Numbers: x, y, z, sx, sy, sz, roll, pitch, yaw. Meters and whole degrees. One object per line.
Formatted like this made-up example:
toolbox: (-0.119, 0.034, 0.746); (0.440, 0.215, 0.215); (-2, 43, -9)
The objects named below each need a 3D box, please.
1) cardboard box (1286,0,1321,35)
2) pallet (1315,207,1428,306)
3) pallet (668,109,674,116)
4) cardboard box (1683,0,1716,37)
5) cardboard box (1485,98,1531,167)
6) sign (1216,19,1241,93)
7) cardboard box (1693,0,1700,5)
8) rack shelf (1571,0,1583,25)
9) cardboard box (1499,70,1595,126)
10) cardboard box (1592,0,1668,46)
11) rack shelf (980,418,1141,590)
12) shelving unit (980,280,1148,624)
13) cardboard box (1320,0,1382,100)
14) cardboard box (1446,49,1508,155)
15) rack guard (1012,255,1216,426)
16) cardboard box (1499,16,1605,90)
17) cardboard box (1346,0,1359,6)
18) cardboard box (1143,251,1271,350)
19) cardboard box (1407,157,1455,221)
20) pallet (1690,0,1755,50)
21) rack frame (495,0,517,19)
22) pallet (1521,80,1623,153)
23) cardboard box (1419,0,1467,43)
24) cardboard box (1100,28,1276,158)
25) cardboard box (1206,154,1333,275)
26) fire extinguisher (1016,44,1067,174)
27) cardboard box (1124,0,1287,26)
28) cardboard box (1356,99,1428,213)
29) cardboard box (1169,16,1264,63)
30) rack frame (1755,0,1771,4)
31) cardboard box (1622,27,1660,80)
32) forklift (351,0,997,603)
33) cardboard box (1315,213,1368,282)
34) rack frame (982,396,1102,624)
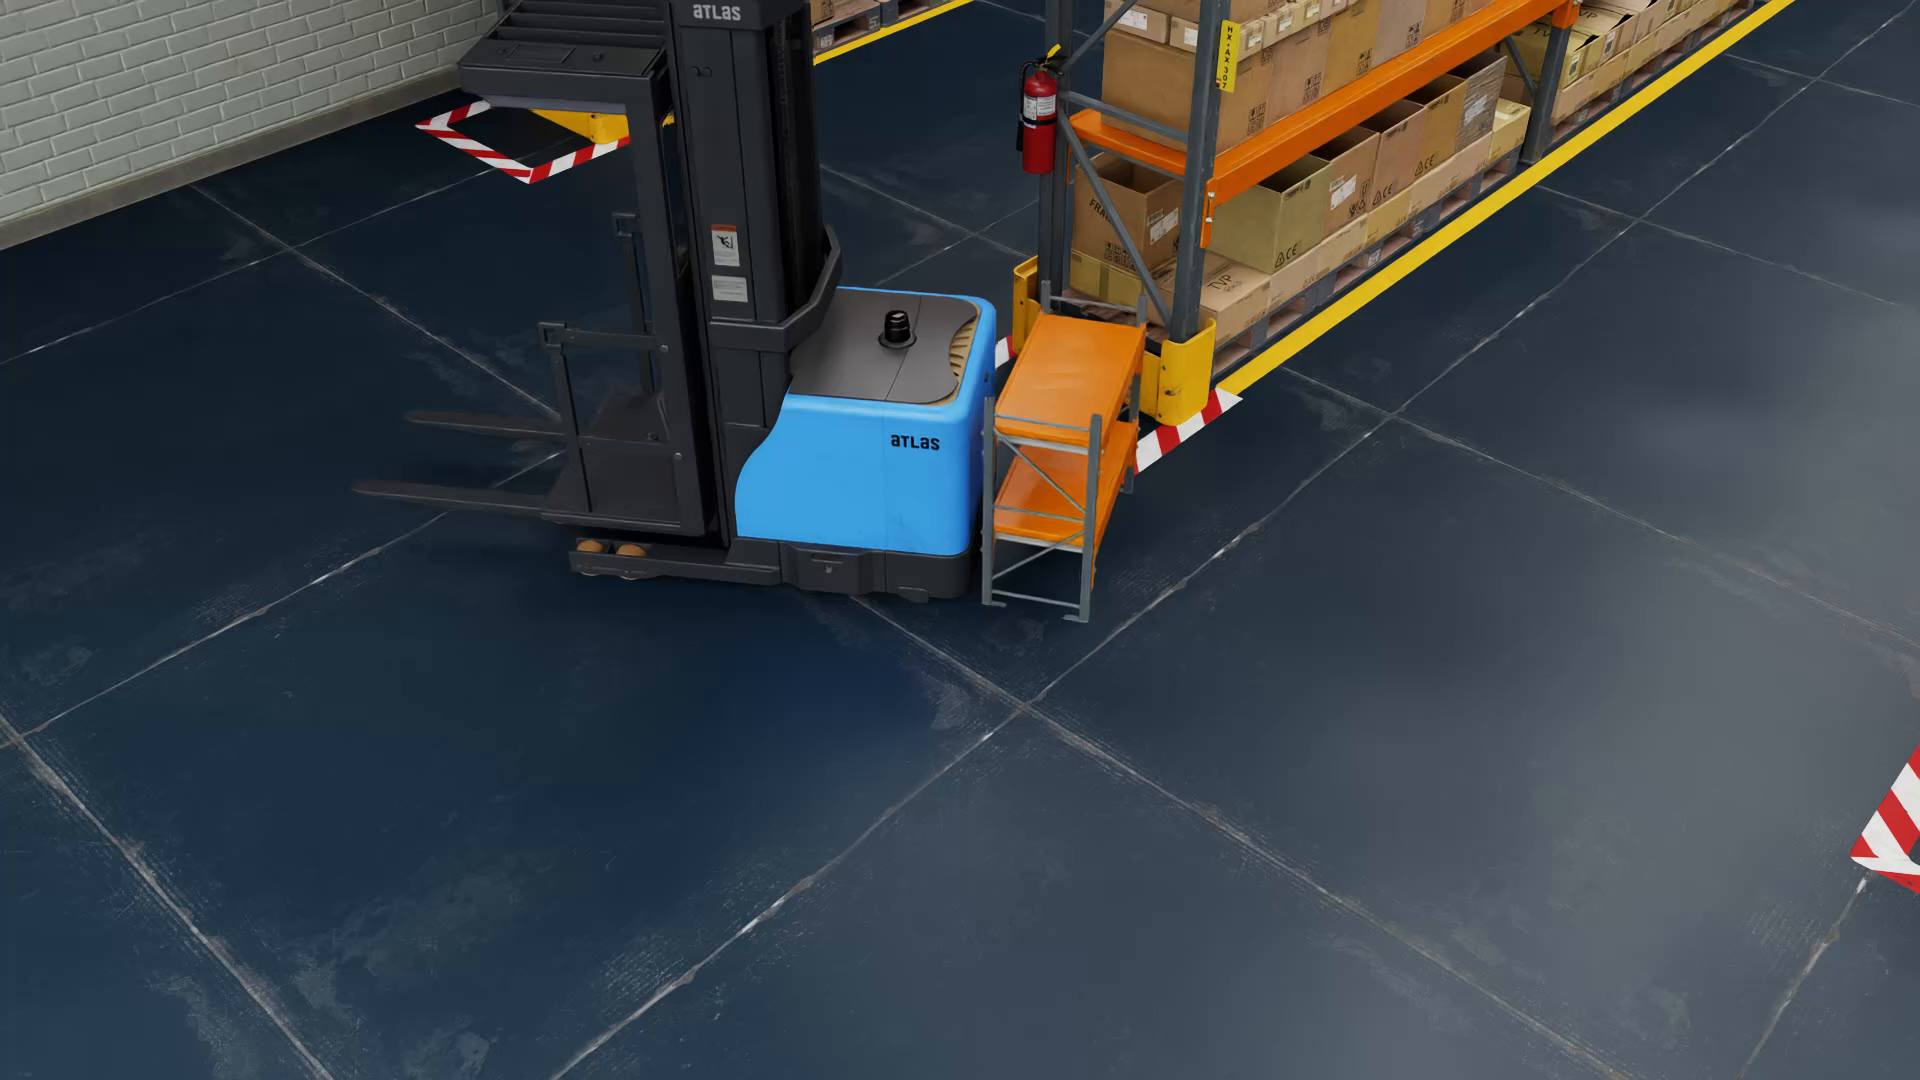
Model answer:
cardboard box: (1.599, -2.714, 8.435); (0.380, 0.149, 0.250); (30, 47, 32)
pallet: (2.138, -1.930, 10.291); (1.003, 0.211, 1.213); (30, 47, 32)
pallet: (-2.203, -3.475, 12.234); (1.003, 0.211, 1.213); (30, 47, 32)
cardboard box: (5.366, -4.046, 12.584); (0.500, 0.250, 0.500); (31, 48, 33)
cardboard box: (3.377, -2.716, 10.911); (0.500, 0.250, 0.500); (30, 47, 32)
sign: (1.236, -2.229, 7.667); (0.100, 0.325, 0.005); (30, 47, 32)
cardboard box: (5.367, -4.262, 12.404); (0.500, 0.311, 0.500); (29, 47, 32)
rack shelf: (4.878, -4.570, 11.948); (1.077, 0.370, 4.000); (30, 47, 32)
cardboard box: (3.984, -3.102, 11.396); (0.500, 0.250, 0.500); (28, 47, 31)
cardboard box: (4.681, -3.792, 11.813); (0.500, 0.311, 0.500); (28, 46, 31)
rack shelf: (0.483, -0.225, 7.806); (0.538, 0.278, 1.000); (10, 40, 12)
shelving unit: (0.483, -0.416, 7.653); (0.538, 1.125, 1.048); (10, 40, 12)
cardboard box: (1.845, -2.812, 9.080); (0.700, 0.500, 0.500); (30, 47, 32)
cardboard box: (3.031, -2.785, 10.395); (0.500, 0.500, 0.500); (30, 47, 32)
rack guard: (0.814, -1.105, 9.022); (1.175, 0.500, 0.348); (30, 47, 32)
cardboard box: (3.991, -3.325, 11.227); (0.500, 0.311, 0.500); (30, 47, 32)
cardboard box: (1.949, -2.953, 8.735); (0.380, 0.149, 0.250); (28, 46, 31)
cardboard box: (1.356, -1.336, 9.175); (0.500, 0.250, 0.500); (30, 47, 32)
cardboard box: (2.706, -2.254, 10.330); (0.500, 0.250, 0.500); (30, 47, 32)
pallet: (5.643, -4.317, 13.293); (1.003, 0.211, 1.213); (30, 47, 32)
rack frame: (-2.829, -4.173, 10.872); (1.000, 3.000, 0.127); (30, 47, 32)
pallet: (3.997, -3.196, 11.883); (1.003, 0.211, 1.213); (30, 47, 32)
cardboard box: (2.542, -3.291, 9.682); (0.700, 0.500, 0.500); (30, 48, 32)
cardboard box: (1.155, -2.343, 8.490); (0.700, 0.500, 0.500); (30, 47, 32)
cardboard box: (1.692, -1.860, 9.232); (0.500, 0.500, 0.500); (30, 47, 32)
fire extinguisher: (0.408, -2.205, 8.459); (0.296, 0.674, 0.183); (30, 47, 32)
cardboard box: (1.190, -2.875, 8.117); (0.700, 0.500, 0.500); (30, 47, 32)
cardboard box: (2.370, -2.318, 9.807); (0.500, 0.500, 0.500); (30, 47, 32)
cardboard box: (1.254, -2.478, 8.138); (0.380, 0.149, 0.250); (29, 47, 32)
rack frame: (6.227, -5.770, 12.880); (1.000, 3.000, 0.127); (30, 47, 32)
cardboard box: (4.677, -3.575, 11.992); (0.500, 0.250, 0.500); (28, 46, 31)
forklift: (-1.381, -1.279, 7.287); (3.031, 2.935, 1.130); (5, 39, 7)
cardboard box: (2.028, -1.797, 9.755); (0.500, 0.250, 0.500); (30, 47, 32)
rack frame: (0.345, -0.112, 7.271); (0.500, 1.125, 0.032); (10, 40, 12)
